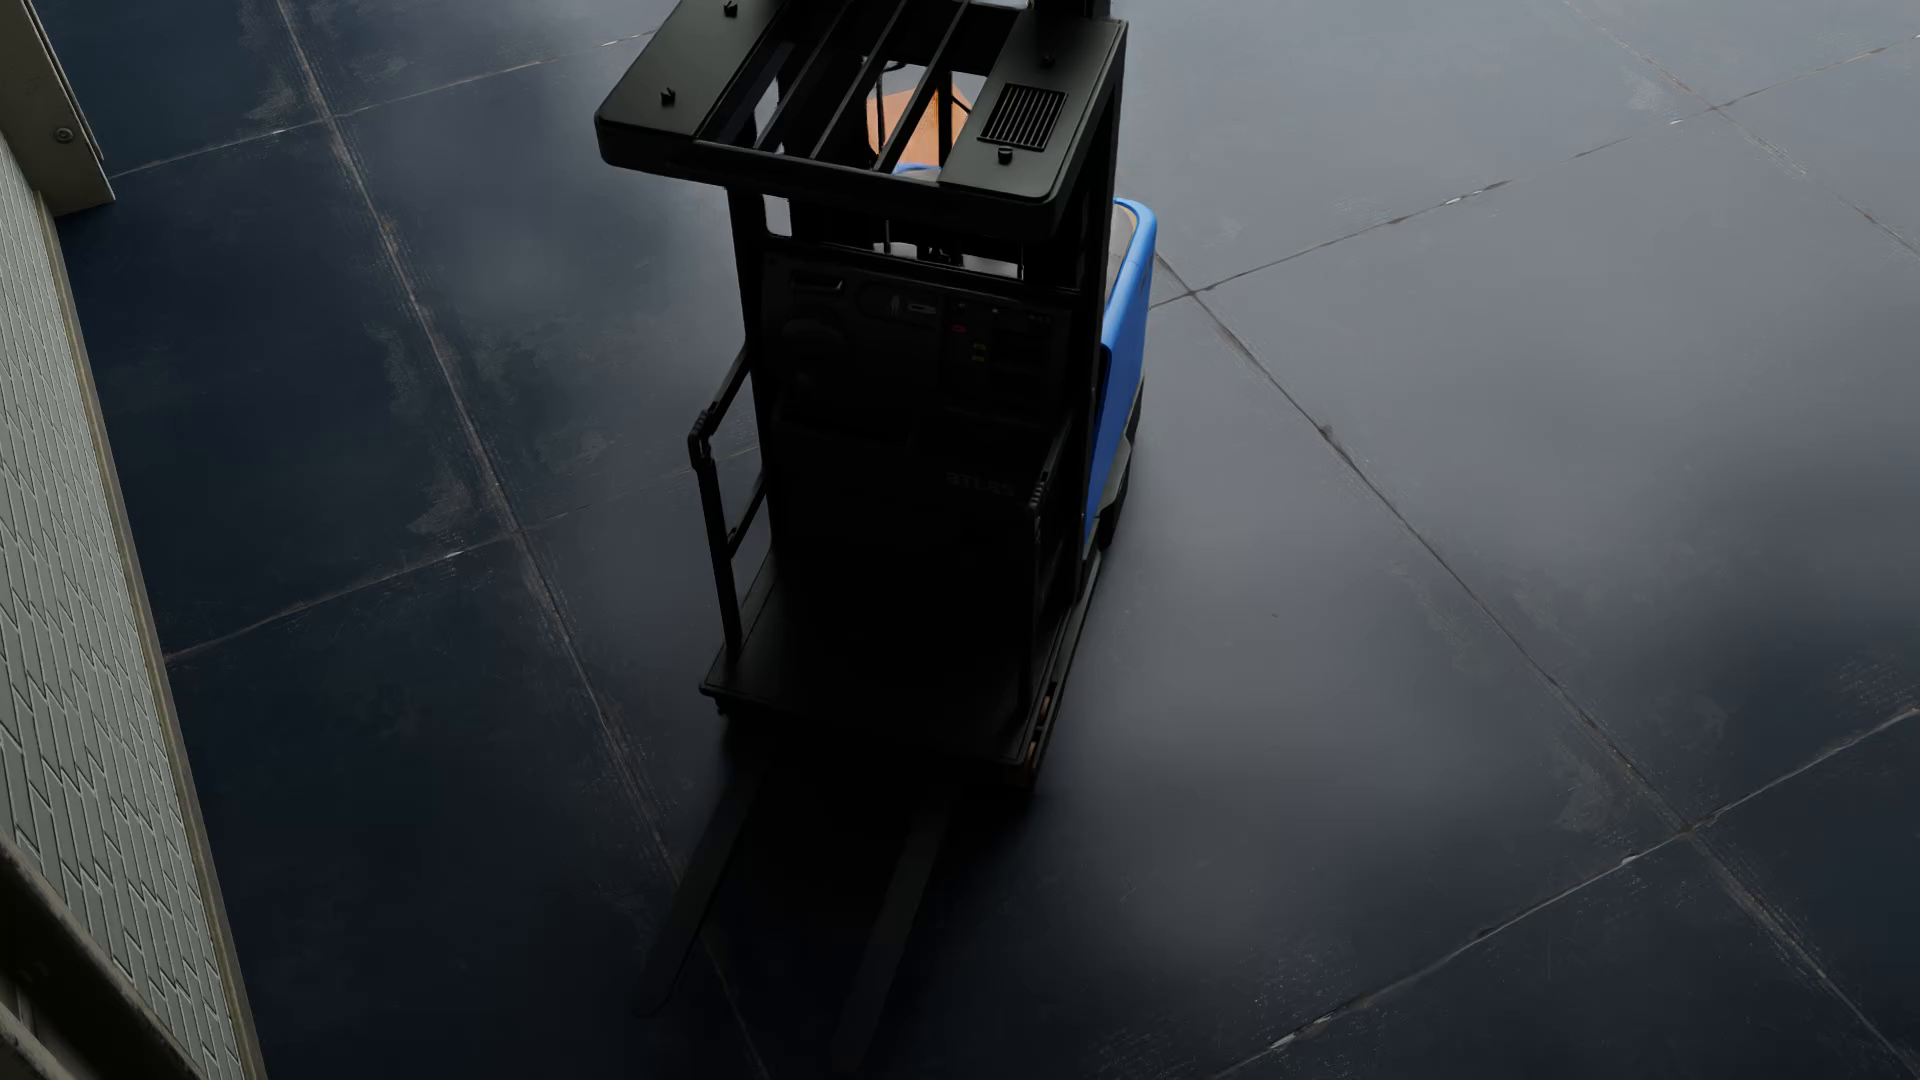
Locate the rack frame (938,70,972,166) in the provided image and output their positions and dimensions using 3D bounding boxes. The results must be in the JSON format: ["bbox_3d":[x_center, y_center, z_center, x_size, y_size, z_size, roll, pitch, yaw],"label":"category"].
[{"bbox_3d":[0.156,-1.291,6.383,0.500,1.500,0.032,-20,52,-16],"label":"rack frame"}]

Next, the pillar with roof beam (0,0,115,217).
[{"bbox_3d":[-0.265,-6.079,5.589,9.100,9.000,0.400,-21,52,-18],"label":"pillar with roof beam"}]

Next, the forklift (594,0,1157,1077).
[{"bbox_3d":[-0.195,-0.484,4.726,1.130,2.935,3.031,13,50,11],"label":"forklift"}]

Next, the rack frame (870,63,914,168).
[{"bbox_3d":[-0.279,-1.983,6.988,0.500,1.500,0.032,-20,52,-16],"label":"rack frame"}]

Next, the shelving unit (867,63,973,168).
[{"bbox_3d":[-0.065,-1.643,6.691,0.587,1.500,1.083,-20,52,-16],"label":"shelving unit"}]

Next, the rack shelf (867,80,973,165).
[{"bbox_3d":[-0.062,-1.519,6.821,0.538,0.185,1.000,-20,52,-16],"label":"rack shelf"}]
